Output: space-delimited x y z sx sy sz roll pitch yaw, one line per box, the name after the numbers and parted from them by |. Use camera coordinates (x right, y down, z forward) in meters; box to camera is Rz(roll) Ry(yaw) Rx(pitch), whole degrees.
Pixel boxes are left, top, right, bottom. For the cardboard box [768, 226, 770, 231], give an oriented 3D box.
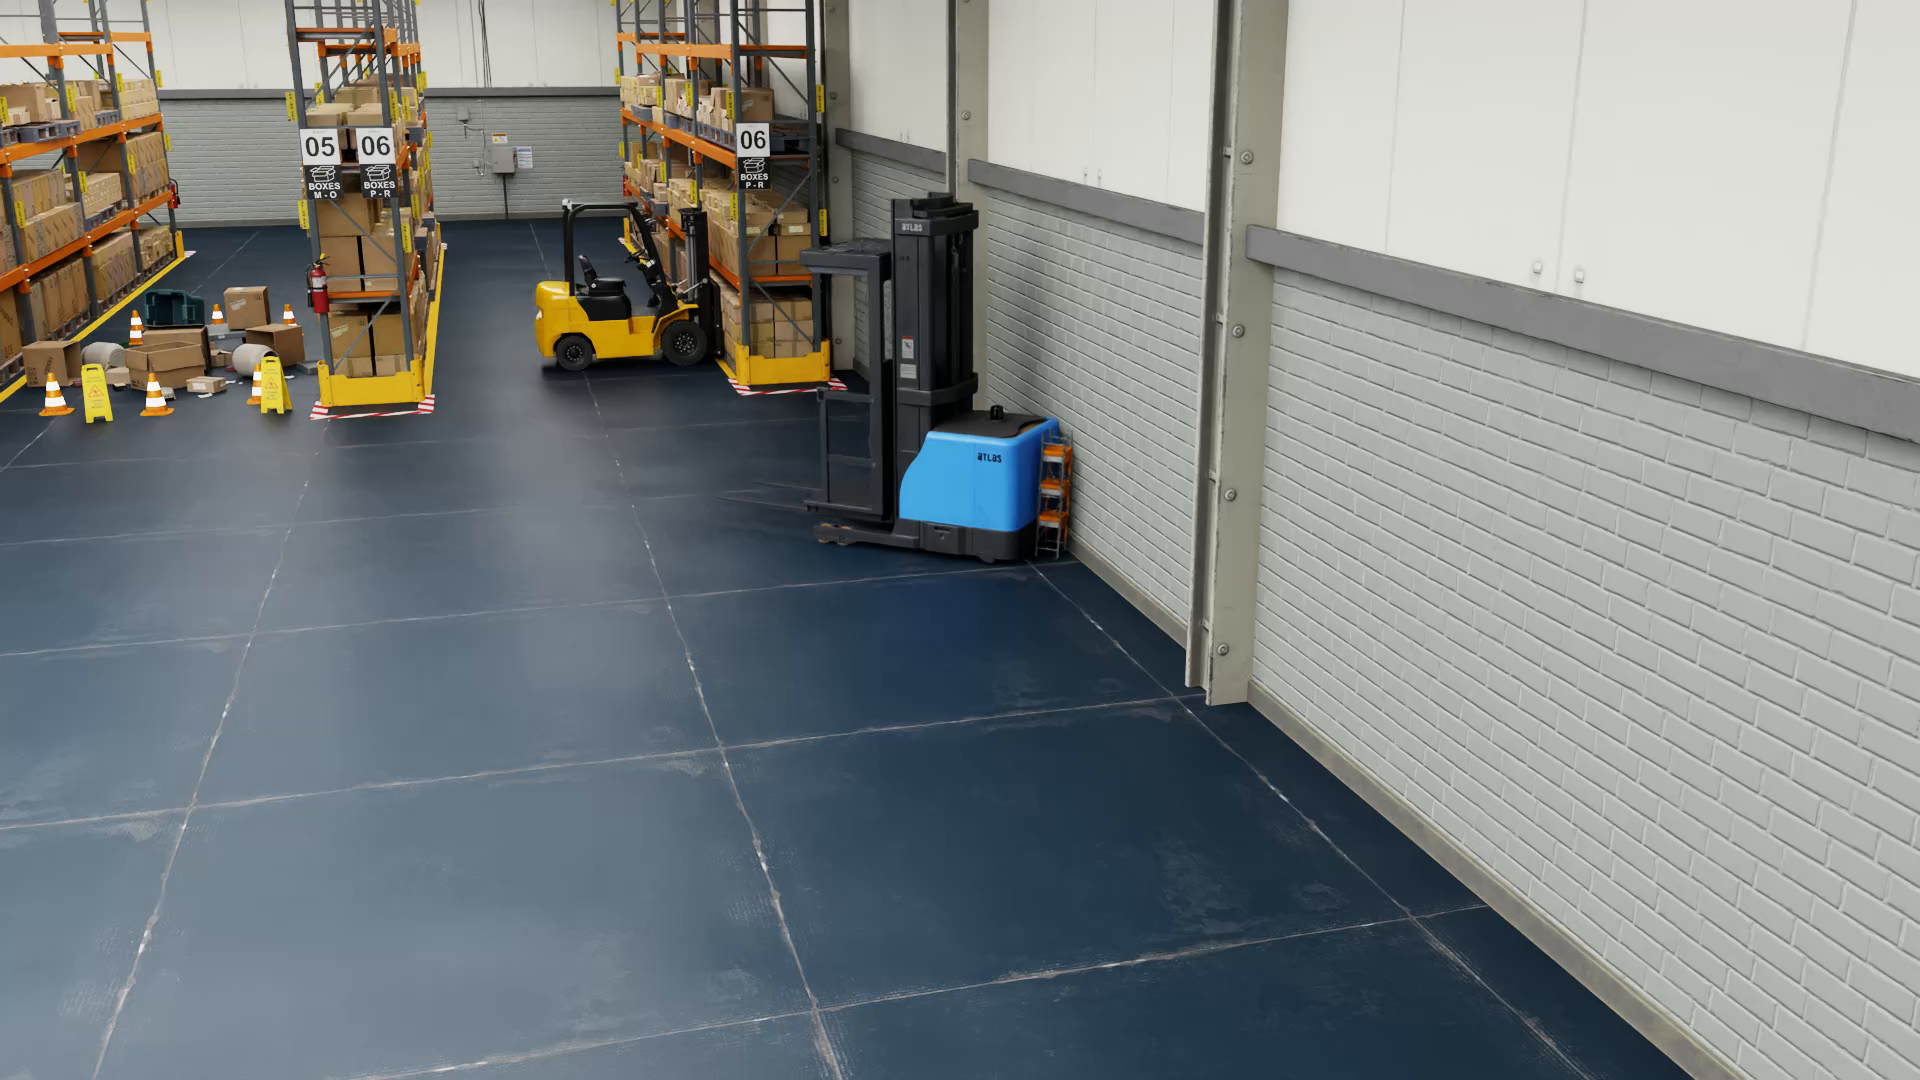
-2.291 -4.085 21.535 0.380 0.149 0.250 -5 17 -16 | cardboard box

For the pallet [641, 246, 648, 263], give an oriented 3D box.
-5.741 -5.651 32.900 1.003 0.211 1.213 -5 17 -15 | pallet

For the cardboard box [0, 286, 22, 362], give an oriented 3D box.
-12.752 -2.775 21.441 0.875 0.875 0.875 -4 17 -14 | cardboard box

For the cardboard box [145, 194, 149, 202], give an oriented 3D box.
-15.228 -6.329 30.743 0.380 0.149 0.250 -4 17 -13 | cardboard box

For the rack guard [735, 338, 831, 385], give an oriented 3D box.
-2.248 -2.274 21.153 1.175 0.500 0.348 -5 17 -15 | rack guard

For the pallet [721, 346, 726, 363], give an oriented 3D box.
-2.837 -2.687 23.031 1.003 0.211 1.213 -5 17 -15 | pallet

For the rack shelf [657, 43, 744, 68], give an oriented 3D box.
-3.904 -7.475 25.639 1.077 0.370 4.000 -5 17 -15 | rack shelf

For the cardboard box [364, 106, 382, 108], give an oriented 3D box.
-7.407 -5.465 21.268 0.380 0.149 0.250 -4 17 -15 | cardboard box

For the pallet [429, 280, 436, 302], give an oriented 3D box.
-9.369 -4.186 28.020 1.003 0.211 1.213 -5 17 -15 | pallet

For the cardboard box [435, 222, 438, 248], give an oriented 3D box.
-10.886 -6.057 33.126 0.875 0.438 0.875 -4 17 -14 | cardboard box

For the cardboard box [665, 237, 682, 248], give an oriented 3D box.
-4.938 -5.195 29.020 0.380 0.149 0.250 -6 18 -18 | cardboard box

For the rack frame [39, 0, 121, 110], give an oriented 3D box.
-15.056 -8.857 28.297 1.000 3.000 0.127 -5 17 -15 | rack frame

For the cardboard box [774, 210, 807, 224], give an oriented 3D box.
-2.142 -4.089 21.031 0.380 0.149 0.250 -5 17 -16 | cardboard box

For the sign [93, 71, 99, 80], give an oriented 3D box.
-16.677 -8.903 32.143 0.100 0.325 0.005 -5 17 -15 | sign

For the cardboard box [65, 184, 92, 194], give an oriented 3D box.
-14.109 -5.602 26.561 0.380 0.149 0.250 -5 18 -18 | cardboard box

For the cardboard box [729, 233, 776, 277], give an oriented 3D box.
-2.643 -3.641 21.185 0.500 0.500 0.500 -5 17 -16 | cardboard box

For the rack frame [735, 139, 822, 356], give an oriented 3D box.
-2.255 -3.478 20.816 1.000 3.000 0.127 -5 17 -15 | rack frame

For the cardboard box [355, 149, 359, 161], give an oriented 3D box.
-6.964 -4.584 19.720 0.380 0.149 0.250 -5 18 -17 | cardboard box

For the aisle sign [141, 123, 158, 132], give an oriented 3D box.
-15.887 -8.380 32.616 0.394 0.787 0.004 -5 17 -15 | aisle sign

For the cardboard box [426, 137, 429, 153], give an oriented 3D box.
-10.890 -7.780 33.226 0.500 0.500 0.500 -5 17 -15 | cardboard box

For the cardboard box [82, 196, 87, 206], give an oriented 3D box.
-13.973 -5.326 26.157 0.380 0.149 0.250 -4 17 -13 | cardboard box

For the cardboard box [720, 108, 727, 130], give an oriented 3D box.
-2.844 -5.374 21.245 0.396 0.266 0.258 -5 17 -15 | cardboard box

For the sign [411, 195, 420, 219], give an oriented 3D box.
-7.606 -4.650 23.215 0.100 0.325 0.005 -5 17 -15 | sign

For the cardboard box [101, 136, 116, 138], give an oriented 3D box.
-15.877 -7.189 30.743 0.500 0.500 0.500 -5 18 -17 | cardboard box

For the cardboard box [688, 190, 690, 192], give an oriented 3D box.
-3.978 -5.301 25.585 0.380 0.149 0.250 -5 17 -17 | cardboard box

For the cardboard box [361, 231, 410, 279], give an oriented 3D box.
-6.890 -3.428 19.958 0.500 0.500 0.500 -5 17 -16 | cardboard box

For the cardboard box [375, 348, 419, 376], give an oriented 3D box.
-6.982 -2.214 20.657 0.500 0.250 0.500 -5 17 -16 | cardboard box

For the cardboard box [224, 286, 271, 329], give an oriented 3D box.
-9.829 -3.207 22.944 0.500 0.500 0.500 -5 17 -15 | cardboard box

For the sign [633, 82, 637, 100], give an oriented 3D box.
-6.072 -8.436 31.210 0.100 0.325 0.005 -5 17 -15 | sign

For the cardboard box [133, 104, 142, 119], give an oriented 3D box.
-15.200 -7.781 30.190 0.500 0.250 0.500 -4 17 -13 | cardboard box

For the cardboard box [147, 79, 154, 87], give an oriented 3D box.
-15.781 -8.817 32.076 0.380 0.149 0.250 -5 17 -16 | cardboard box

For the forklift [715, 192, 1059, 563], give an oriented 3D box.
-0.700 -1.482 14.289 3.031 2.935 1.130 8 18 24 | forklift

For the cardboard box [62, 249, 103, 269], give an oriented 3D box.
-13.913 -4.451 26.367 0.500 0.250 0.500 -6 18 -18 | cardboard box

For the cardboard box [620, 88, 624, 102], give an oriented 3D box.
-6.793 -9.266 34.616 0.500 0.250 0.500 -5 17 -16 | cardboard box

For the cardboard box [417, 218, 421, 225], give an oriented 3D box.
-8.305 -4.812 24.965 0.380 0.149 0.250 -4 17 -13 | cardboard box

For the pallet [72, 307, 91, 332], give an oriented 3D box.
-13.812 -3.318 25.132 1.003 0.211 1.213 -5 17 -15 | pallet

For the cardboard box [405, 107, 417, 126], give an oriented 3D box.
-7.901 -5.950 23.363 0.500 0.250 0.500 -5 17 -17 | cardboard box

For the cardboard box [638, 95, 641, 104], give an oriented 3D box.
-5.664 -8.035 30.306 0.380 0.149 0.250 -4 17 -14 | cardboard box

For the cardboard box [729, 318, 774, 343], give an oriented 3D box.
-2.689 -2.711 21.445 0.500 0.250 0.500 -5 17 -16 | cardboard box

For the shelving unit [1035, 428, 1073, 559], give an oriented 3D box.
0.787 -0.390 13.908 0.215 1.050 0.252 8 18 16 | shelving unit

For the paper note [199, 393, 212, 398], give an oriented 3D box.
-9.200 -1.766 20.280 0.148 0.019 0.142 -12 20 -34 | paper note

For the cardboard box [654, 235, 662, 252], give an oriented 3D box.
-5.347 -5.365 30.712 0.500 0.500 0.500 -5 17 -17 | cardboard box

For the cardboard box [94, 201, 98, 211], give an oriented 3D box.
-14.185 -5.395 26.906 0.380 0.149 0.250 -4 17 -13 | cardboard box

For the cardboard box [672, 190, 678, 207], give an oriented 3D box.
-4.430 -5.578 27.198 0.500 0.250 0.500 -4 17 -14 | cardboard box

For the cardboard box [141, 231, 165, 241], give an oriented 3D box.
-15.421 -5.803 31.748 0.380 0.149 0.250 -4 17 -13 | cardboard box

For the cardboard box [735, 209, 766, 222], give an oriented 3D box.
-2.654 -4.127 21.159 0.380 0.149 0.250 -5 17 -15 | cardboard box

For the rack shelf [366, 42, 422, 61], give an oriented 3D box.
-10.874 -9.294 31.696 1.077 0.370 4.000 -5 17 -15 | rack shelf

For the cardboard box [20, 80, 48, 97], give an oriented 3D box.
-14.691 -7.174 26.404 0.396 0.266 0.258 -5 17 -15 | cardboard box

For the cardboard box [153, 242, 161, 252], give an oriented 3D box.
-15.282 -5.513 31.301 0.380 0.149 0.250 -5 17 -15 | cardboard box

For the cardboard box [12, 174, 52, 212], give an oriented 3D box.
-13.560 -4.998 23.965 0.700 0.500 0.500 -5 17 -16 | cardboard box

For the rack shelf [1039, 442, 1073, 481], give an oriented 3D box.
0.798 -0.651 13.828 0.215 0.259 0.240 8 18 16 | rack shelf

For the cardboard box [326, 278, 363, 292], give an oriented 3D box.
-7.335 -3.051 19.830 0.380 0.149 0.250 -4 17 -13 | cardboard box
